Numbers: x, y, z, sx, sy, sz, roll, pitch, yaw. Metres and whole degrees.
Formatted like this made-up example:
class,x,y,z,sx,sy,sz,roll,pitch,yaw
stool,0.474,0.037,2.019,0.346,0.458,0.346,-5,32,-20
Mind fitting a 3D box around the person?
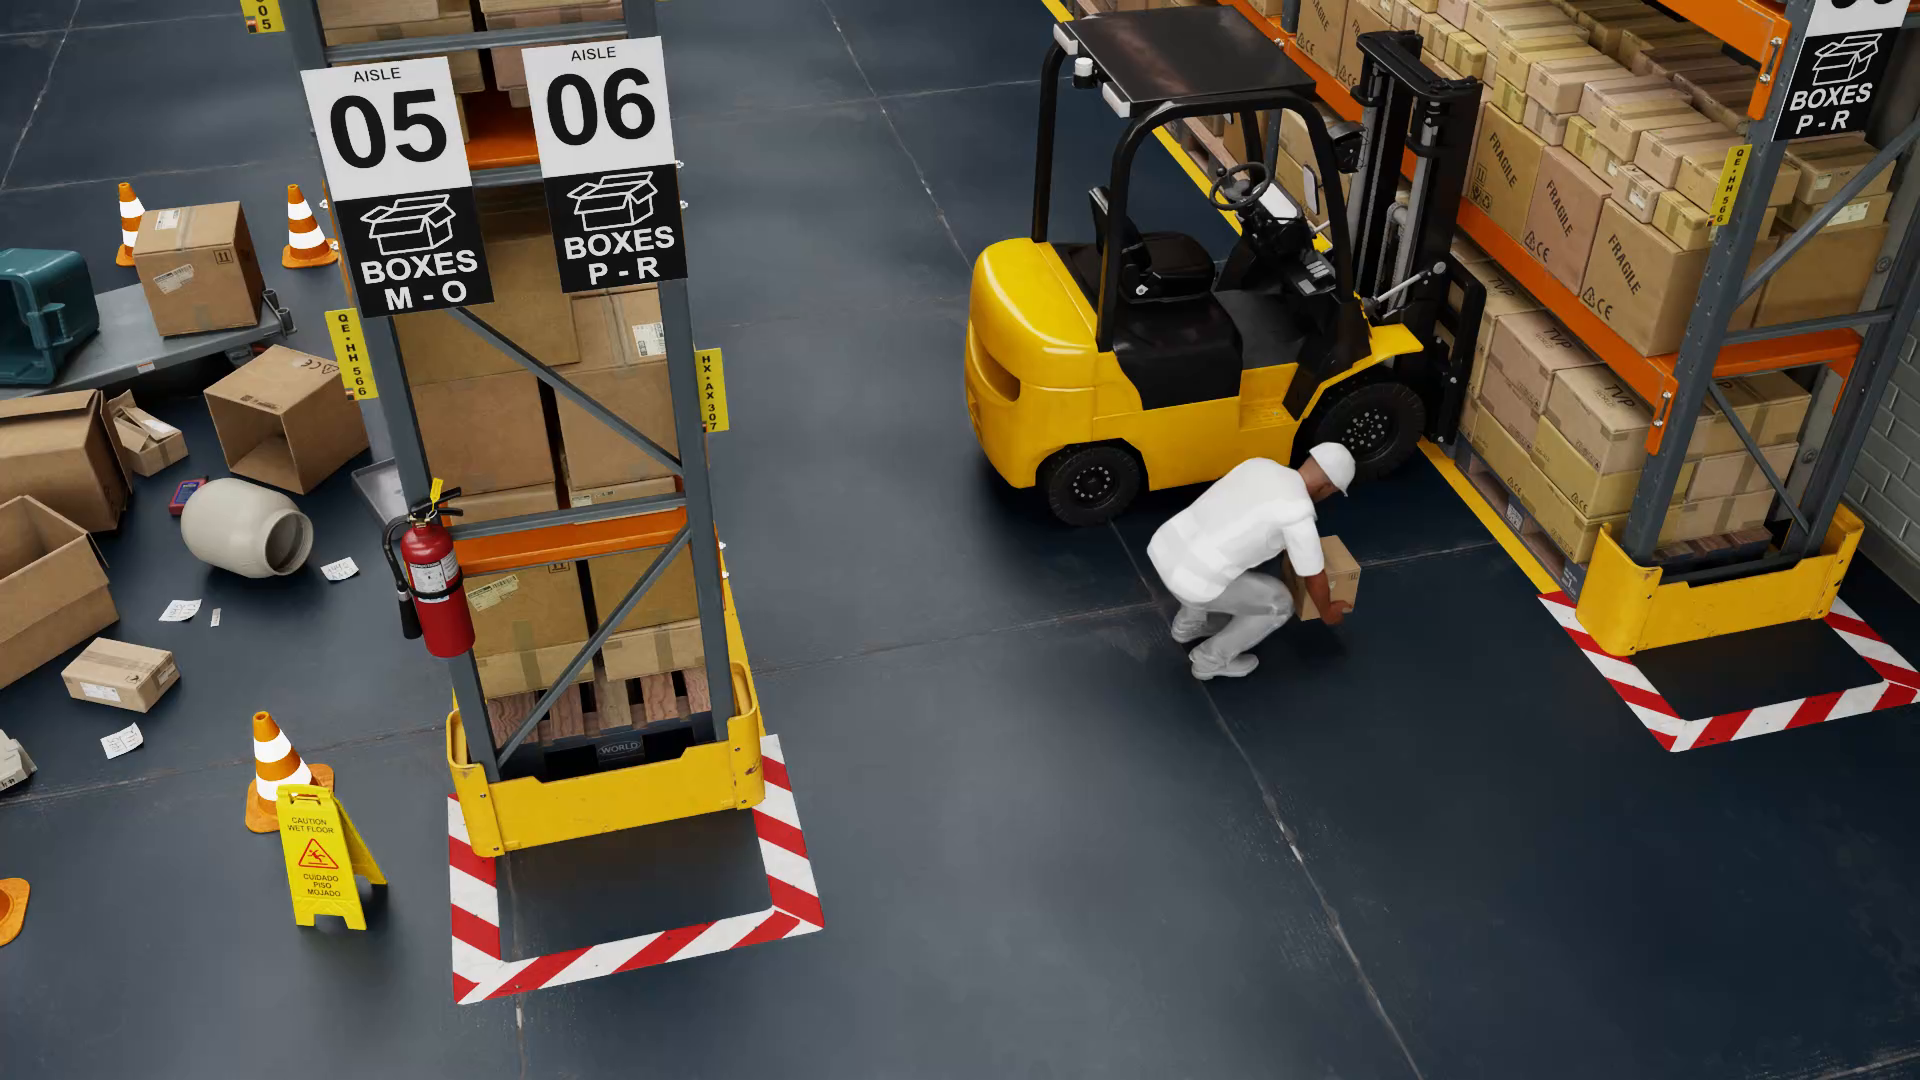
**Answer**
class,x,y,z,sx,sy,sz,roll,pitch,yaw
person,1.260,0.067,7.231,0.911,1.010,0.536,-10,39,-13
